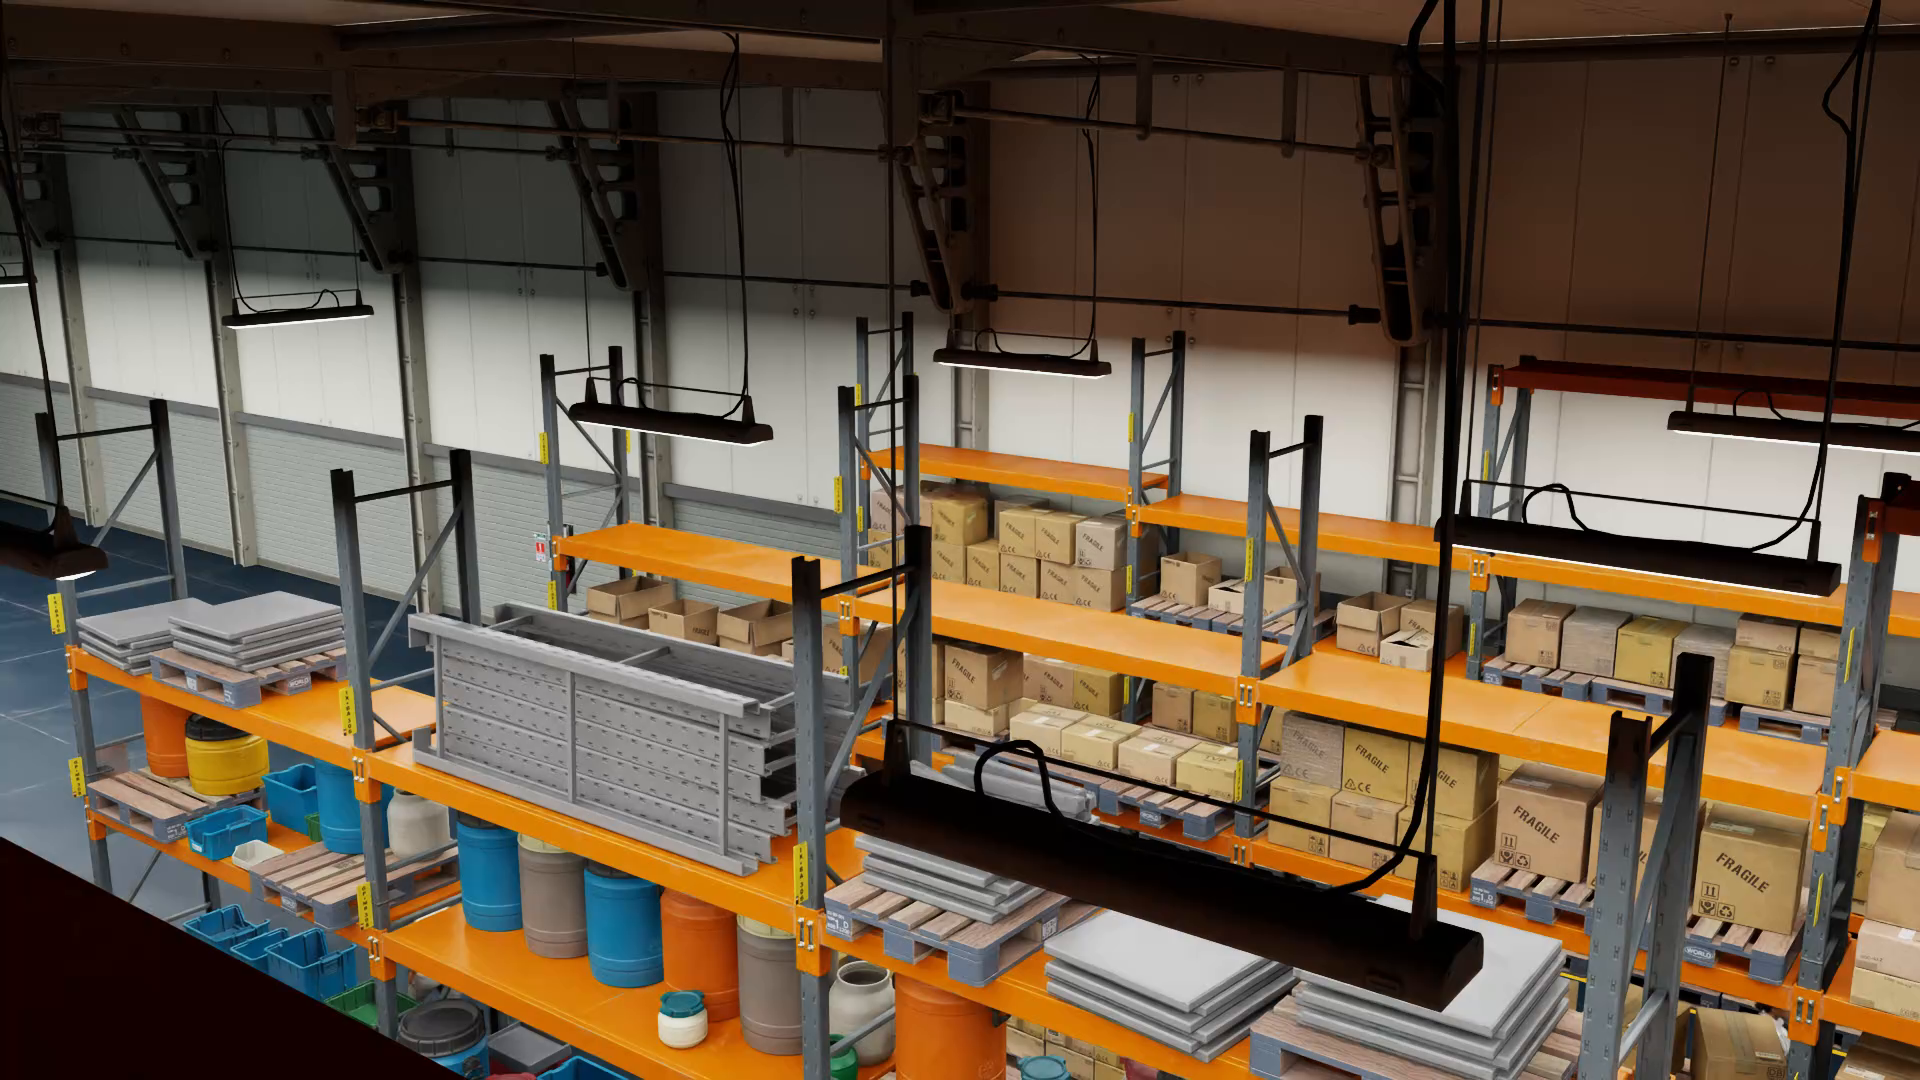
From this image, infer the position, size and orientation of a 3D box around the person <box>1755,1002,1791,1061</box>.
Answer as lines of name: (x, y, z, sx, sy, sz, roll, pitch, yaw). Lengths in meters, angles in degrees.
person: (6.320, 4.294, 13.070, 0.357, 1.724, 0.512, 7, 15, 29)

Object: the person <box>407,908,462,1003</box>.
person: (-4.704, 3.874, 14.917, 0.611, 1.694, 0.797, -11, 17, -39)
